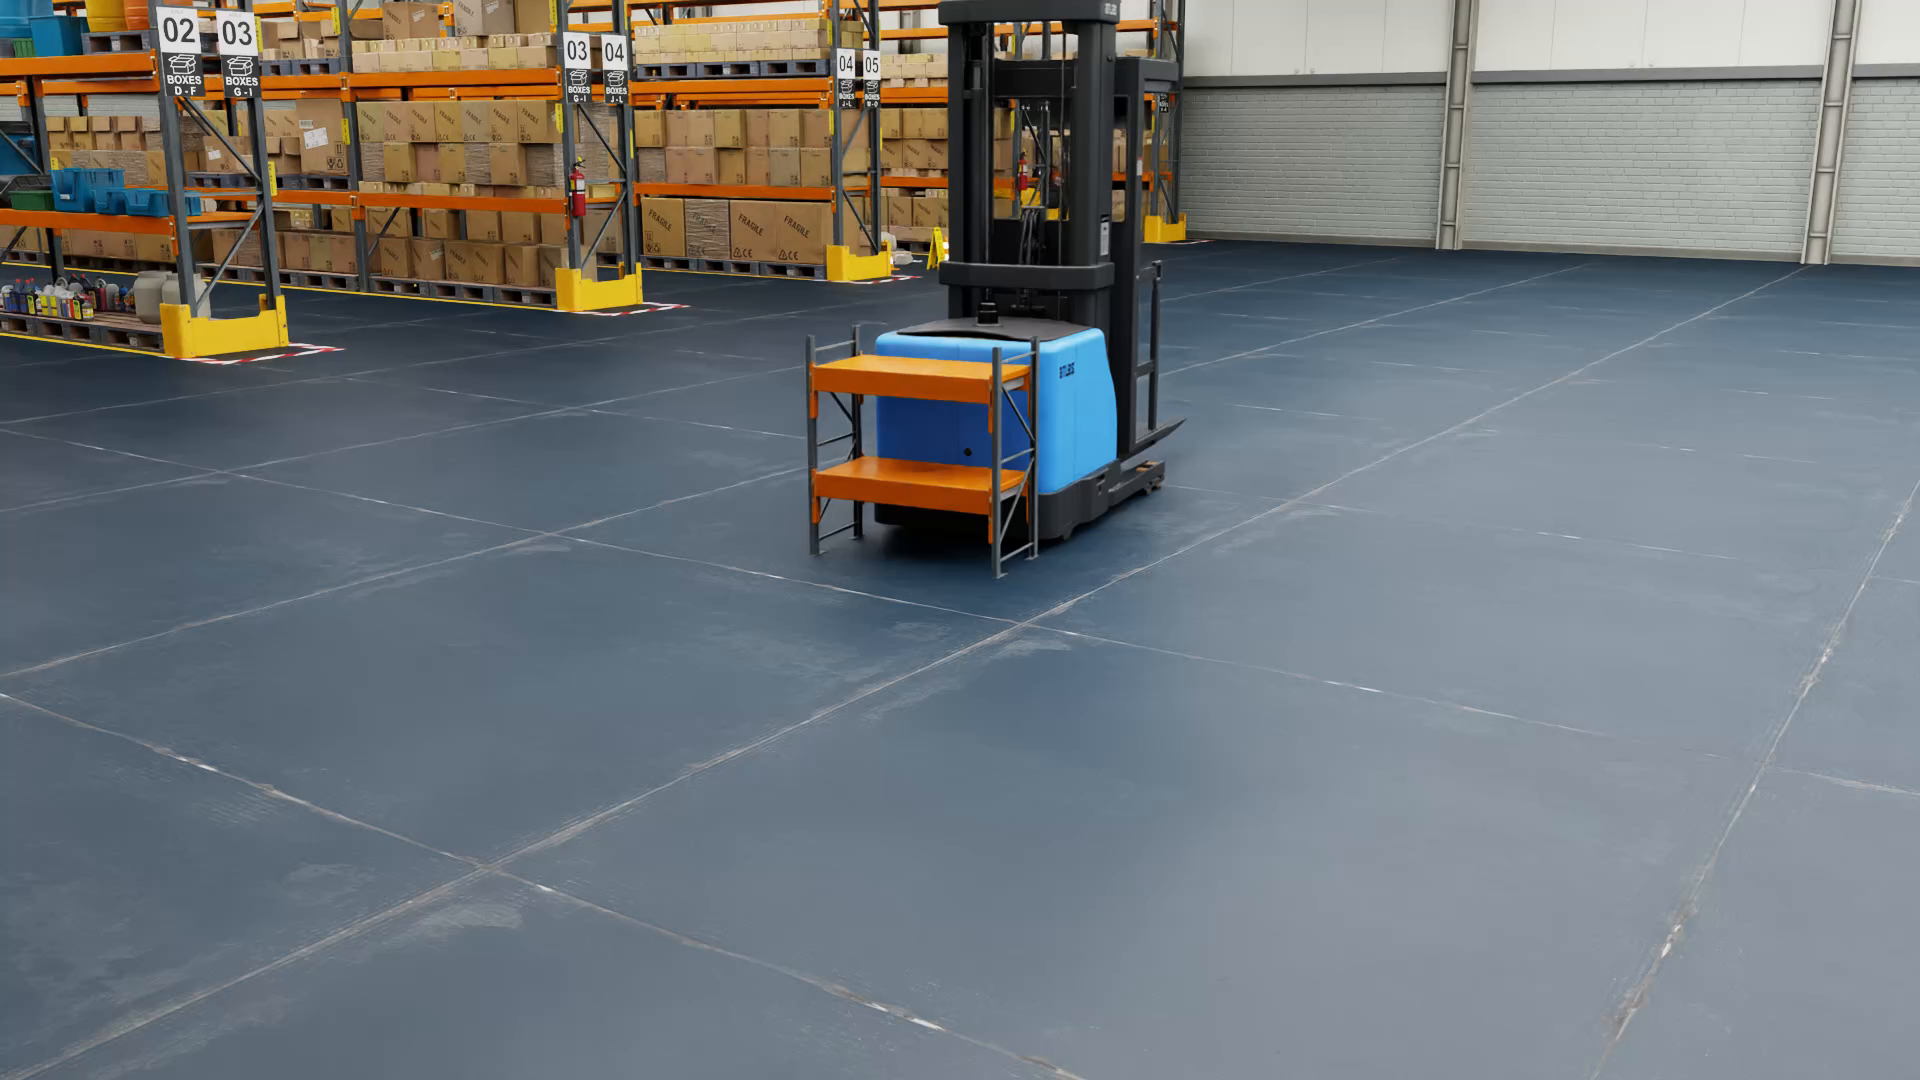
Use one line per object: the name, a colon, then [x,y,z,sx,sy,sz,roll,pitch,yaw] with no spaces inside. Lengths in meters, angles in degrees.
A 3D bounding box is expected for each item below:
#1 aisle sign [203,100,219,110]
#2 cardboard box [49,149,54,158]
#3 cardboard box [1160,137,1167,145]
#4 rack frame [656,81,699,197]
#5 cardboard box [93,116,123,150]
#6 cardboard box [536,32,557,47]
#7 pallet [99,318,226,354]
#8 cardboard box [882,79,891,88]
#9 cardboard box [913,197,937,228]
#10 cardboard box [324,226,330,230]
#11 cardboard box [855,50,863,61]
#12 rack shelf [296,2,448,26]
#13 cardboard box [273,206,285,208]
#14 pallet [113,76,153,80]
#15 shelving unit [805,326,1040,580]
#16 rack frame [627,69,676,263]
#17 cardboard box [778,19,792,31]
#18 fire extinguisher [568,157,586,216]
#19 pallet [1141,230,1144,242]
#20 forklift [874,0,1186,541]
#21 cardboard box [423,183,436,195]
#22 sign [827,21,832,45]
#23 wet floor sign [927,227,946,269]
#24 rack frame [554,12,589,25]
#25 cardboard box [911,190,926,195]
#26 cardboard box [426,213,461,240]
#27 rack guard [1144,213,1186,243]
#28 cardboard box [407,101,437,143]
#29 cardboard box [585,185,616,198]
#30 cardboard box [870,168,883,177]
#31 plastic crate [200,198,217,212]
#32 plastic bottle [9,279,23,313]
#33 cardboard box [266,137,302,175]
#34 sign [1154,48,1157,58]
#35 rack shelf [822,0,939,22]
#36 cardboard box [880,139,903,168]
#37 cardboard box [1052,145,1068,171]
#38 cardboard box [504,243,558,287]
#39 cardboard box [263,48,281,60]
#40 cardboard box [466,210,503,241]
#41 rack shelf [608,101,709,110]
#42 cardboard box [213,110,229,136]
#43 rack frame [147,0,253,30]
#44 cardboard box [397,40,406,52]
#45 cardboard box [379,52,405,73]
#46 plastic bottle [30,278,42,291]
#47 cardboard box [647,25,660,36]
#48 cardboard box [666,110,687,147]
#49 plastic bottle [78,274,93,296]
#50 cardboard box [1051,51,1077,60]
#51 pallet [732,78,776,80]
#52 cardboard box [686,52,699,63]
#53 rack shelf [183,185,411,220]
aisle sign: [-14.655,-8.758,32.548,0.004,0.787,0.394,9,17,33]
cardboard box: [-14.052,-5.851,26.010,0.500,0.500,0.500,9,17,33]
cardboard box: [3.824,-7.732,32.256,0.250,0.149,0.380,9,16,31]
rack frame: [-5.444,-7.354,32.287,0.127,3.000,1.000,9,17,33]
cardboard box: [-12.672,-6.191,25.295,0.637,0.503,0.797,10,17,35]
cardboard box: [-4.742,-5.857,19.480,0.250,0.149,0.380,9,17,33]
pallet: [-7.862,-2.075,16.765,1.213,0.211,1.003,9,17,33]
cardboard box: [-1.149,-7.924,28.870,0.250,0.149,0.380,9,16,31]
cardboard box: [-0.466,-5.708,28.926,0.500,0.500,0.500,9,16,32]
cardboard box: [-11.786,-5.858,31.305,0.250,0.149,0.380,10,17,34]
cardboard box: [-1.591,-6.977,23.963,0.250,0.149,0.380,9,17,33]
rack shelf: [-9.783,-8.990,28.743,4.000,0.370,1.077,9,17,33]
cardboard box: [-13.128,-6.330,31.973,0.250,0.149,0.380,9,16,31]
pallet: [-11.539,-6.818,24.274,1.003,0.211,1.213,10,17,35]
shelving unit: [-0.185,-0.461,8.342,1.048,1.125,0.538,7,15,25]
rack frame: [-4.804,-5.817,26.079,0.127,3.000,1.000,9,17,33]
cardboard box: [-2.373,-7.300,23.608,0.250,0.149,0.380,10,17,34]
fire extinguisher: [-4.499,-4.160,19.547,0.183,0.674,0.296,9,17,33]
pallet: [3.303,-6.012,32.669,1.213,0.211,1.003,9,17,33]
forklift: [0.599,-1.728,9.706,1.130,2.935,3.031,6,15,23]
cardboard box: [-6.595,-4.468,21.152,0.250,0.149,0.380,9,17,33]
sign: [-1.799,-7.021,23.025,0.005,0.325,0.100,9,17,33]
wet floor sign: [-0.356,-4.528,25.774,0.232,0.644,0.267,6,15,23]
rack frame: [-9.316,-12.329,39.901,0.127,3.000,1.000,9,17,33]
cardboard box: [-1.062,-7.132,35.461,0.625,0.625,0.875,8,16,31]
cardboard box: [-8.815,-5.380,28.641,0.500,0.500,0.500,9,17,33]
rack guard: [3.981,-6.054,32.241,0.348,0.500,1.175,9,17,33]
cardboard box: [-6.594,-5.275,20.981,0.500,0.500,0.500,9,17,33]
cardboard box: [-4.441,-4.269,20.348,0.250,0.149,0.380,9,17,33]
cardboard box: [-1.381,-6.496,29.345,0.250,0.149,0.380,10,17,35]
plastic crate: [-7.664,-3.374,16.758,0.250,0.136,0.298,9,17,33]
plastic bottle: [-9.982,-2.591,17.643,0.185,0.351,0.144,10,17,34]
cardboard box: [-9.146,-5.309,22.940,0.637,0.503,0.797,11,18,38]
sign: [3.647,-9.012,31.067,0.005,0.325,0.100,9,17,33]
rack shelf: [-0.466,-9.110,28.403,4.000,0.370,1.077,9,17,33]
cardboard box: [-1.077,-6.763,29.074,0.500,0.500,0.500,9,17,32]
cardboard box: [2.132,-7.539,32.826,0.500,0.500,0.500,9,17,33]
cardboard box: [-5.361,-3.456,20.869,0.500,0.500,0.500,-12,18,-39]
cardboard box: [-9.268,-6.619,22.691,0.250,0.166,0.380,9,16,31]
cardboard box: [-7.668,-5.365,28.063,0.750,0.750,1.050,9,16,32]
rack shelf: [-7.656,-10.255,39.264,4.000,0.370,1.077,9,17,33]
cardboard box: [-13.696,-7.851,31.387,0.500,0.500,0.500,9,16,32]
rack frame: [-7.101,-6.229,15.261,0.127,3.000,1.000,9,17,33]
cardboard box: [-6.858,-6.226,20.972,0.250,0.149,0.380,10,17,34]
cardboard box: [-6.984,-6.043,21.063,0.500,0.250,0.500,9,17,32]
plastic bottle: [-9.902,-2.619,17.759,0.185,0.351,0.144,9,17,33]
cardboard box: [-4.479,-7.640,24.982,0.250,0.149,0.380,9,17,32]
cardboard box: [-3.996,-6.307,25.499,0.550,0.550,0.875,9,17,33]
plastic bottle: [-9.566,-2.727,18.194,0.185,0.351,0.144,8,16,30]
cardboard box: [2.199,-9.284,32.545,0.637,0.503,0.797,10,17,35]
pallet: [-3.440,-8.425,30.762,1.003,0.211,1.213,9,17,33]
cardboard box: [-3.846,-7.151,24.665,0.250,0.149,0.380,9,16,32]
rack shelf: [-9.316,-4.760,23.308,4.000,0.370,1.077,9,17,33]
